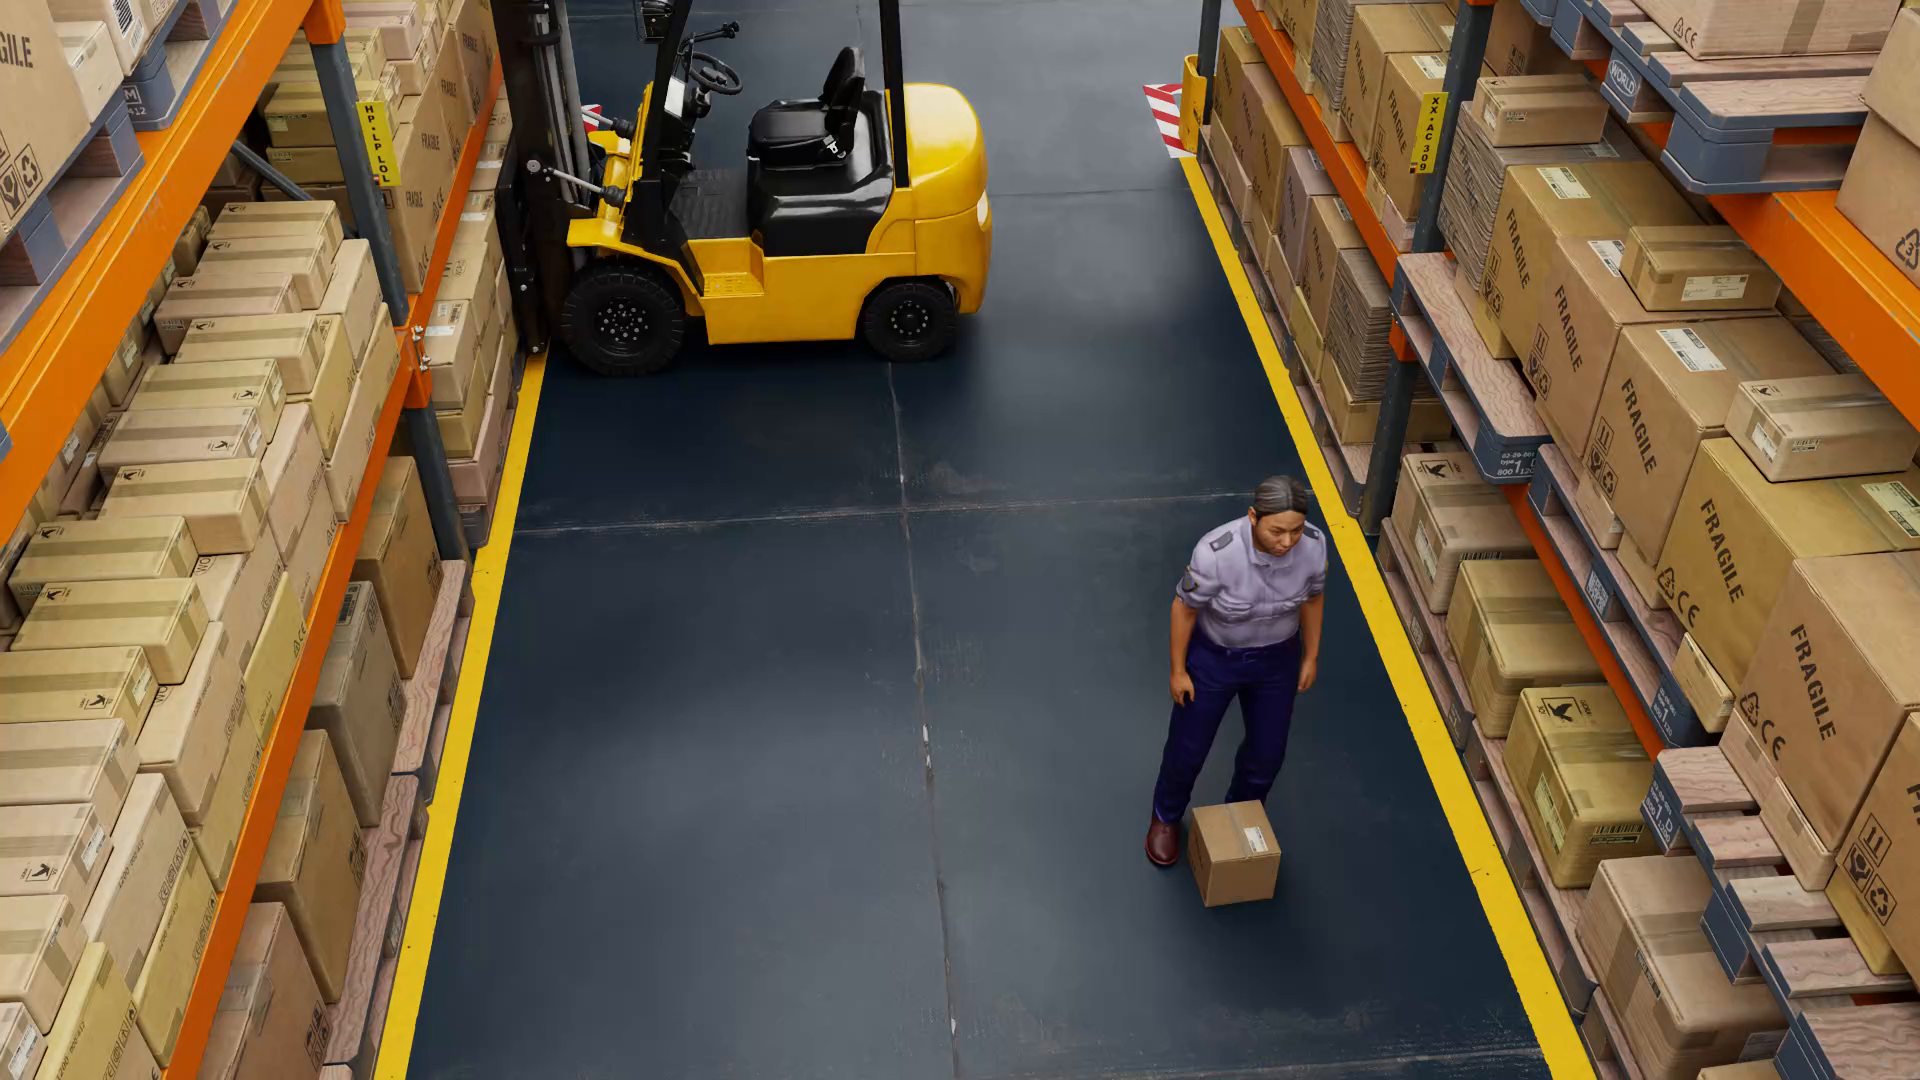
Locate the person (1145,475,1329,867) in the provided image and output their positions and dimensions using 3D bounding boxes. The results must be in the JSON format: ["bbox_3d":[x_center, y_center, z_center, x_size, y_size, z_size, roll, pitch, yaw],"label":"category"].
[{"bbox_3d":[0.949,0.443,5.632,0.564,1.637,0.423,-5,40,-6],"label":"person"}]
